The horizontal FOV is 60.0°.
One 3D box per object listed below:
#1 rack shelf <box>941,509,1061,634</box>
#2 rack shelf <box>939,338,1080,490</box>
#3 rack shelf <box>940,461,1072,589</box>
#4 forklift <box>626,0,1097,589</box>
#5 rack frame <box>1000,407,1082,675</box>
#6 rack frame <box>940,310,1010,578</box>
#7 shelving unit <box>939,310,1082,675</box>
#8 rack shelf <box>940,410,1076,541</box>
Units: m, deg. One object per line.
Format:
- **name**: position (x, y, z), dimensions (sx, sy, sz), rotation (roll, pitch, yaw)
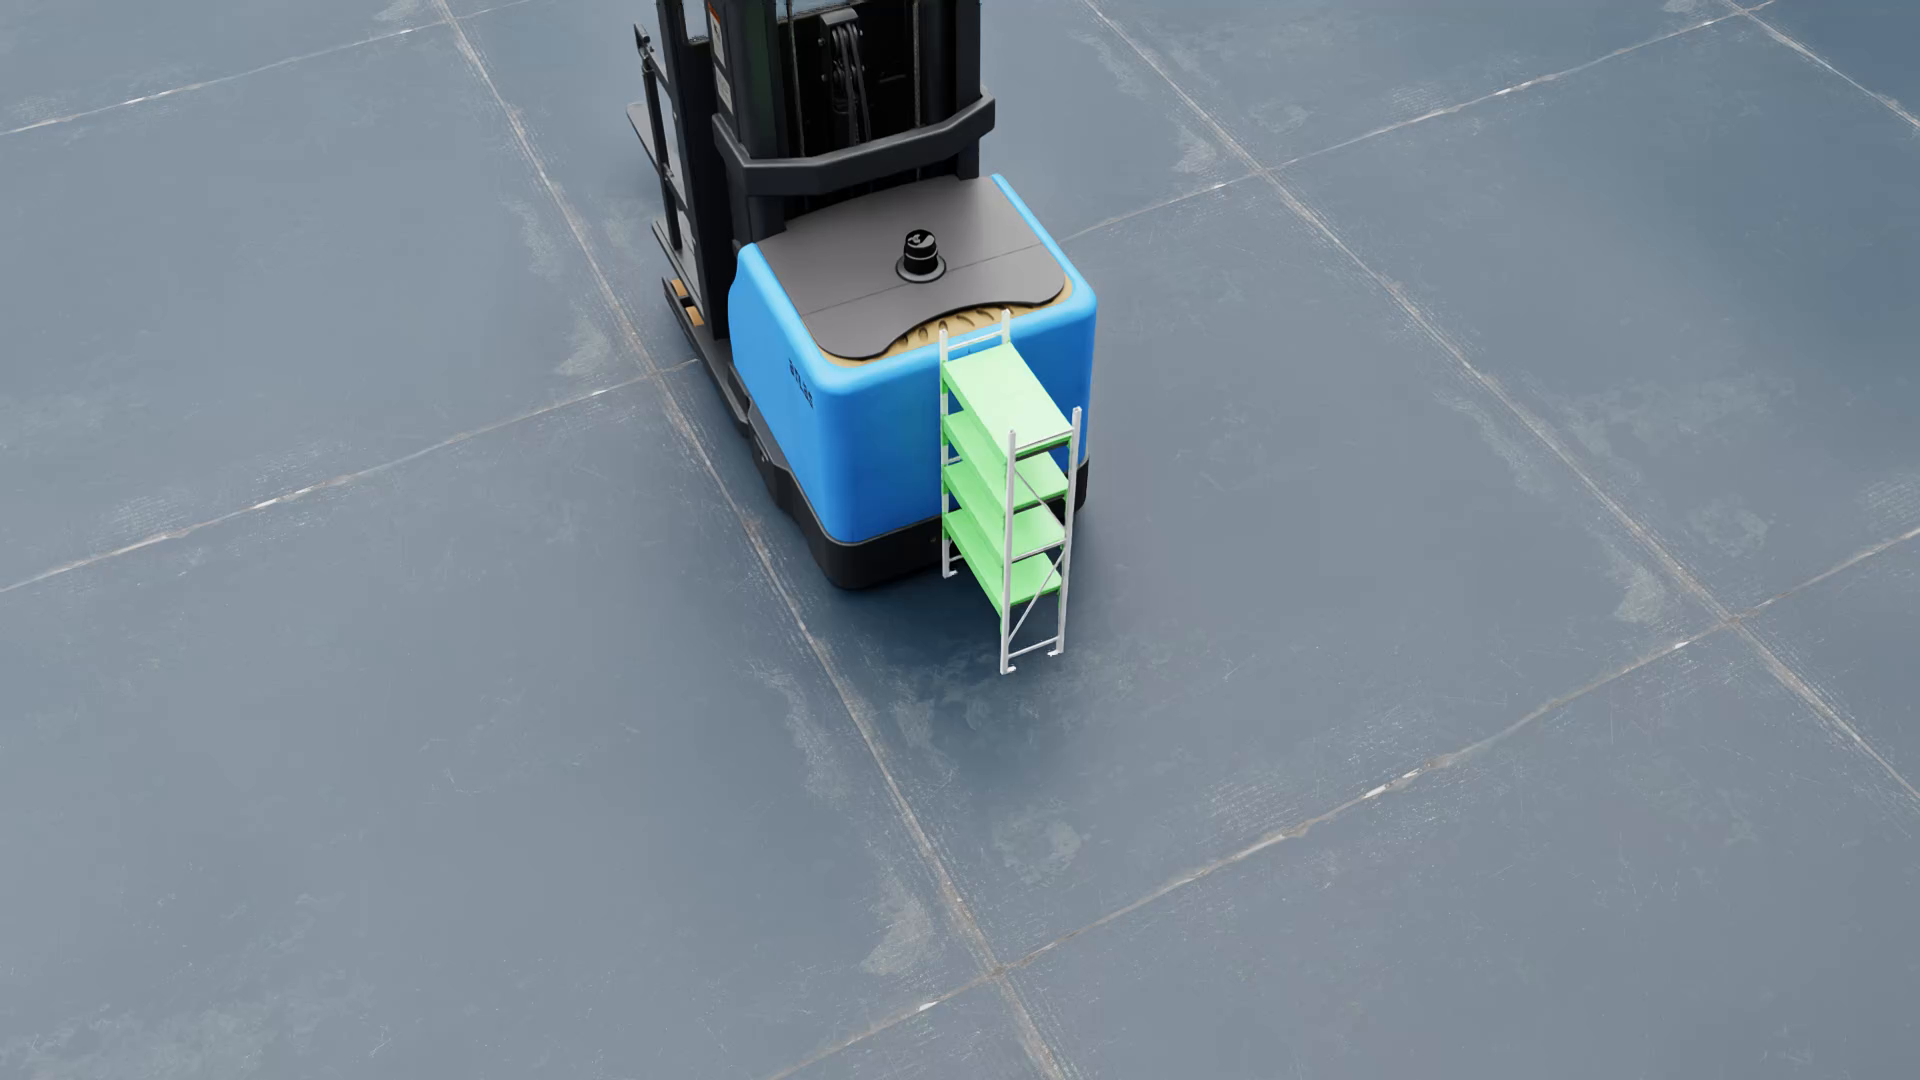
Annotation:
- **rack shelf**: position (0.151, 0.070, 5.795), dimensions (0.258, 0.148, 0.480), rotation (-19, 52, -16)
- **rack shelf**: position (0.151, -0.404, 5.253), dimensions (0.258, 0.148, 0.480), rotation (-19, 52, -16)
- **rack shelf**: position (0.151, -0.088, 5.615), dimensions (0.258, 0.148, 0.480), rotation (-19, 52, -16)
- **forklift**: position (-0.603, -1.913, 5.976), dimensions (1.130, 2.935, 3.031), rotation (-19, 52, -16)
- **rack frame**: position (0.254, 0.036, 5.421), dimensions (0.240, 1.200, 0.015), rotation (-19, 52, -16)
- **rack frame**: position (0.047, -0.296, 5.712), dimensions (0.240, 1.200, 0.015), rotation (-19, 52, -16)
- **shelving unit**: position (0.151, -0.130, 5.567), dimensions (0.258, 1.200, 0.503), rotation (-19, 52, -16)
- **rack shelf**: position (0.151, -0.246, 5.434), dimensions (0.258, 0.148, 0.480), rotation (-19, 52, -16)
